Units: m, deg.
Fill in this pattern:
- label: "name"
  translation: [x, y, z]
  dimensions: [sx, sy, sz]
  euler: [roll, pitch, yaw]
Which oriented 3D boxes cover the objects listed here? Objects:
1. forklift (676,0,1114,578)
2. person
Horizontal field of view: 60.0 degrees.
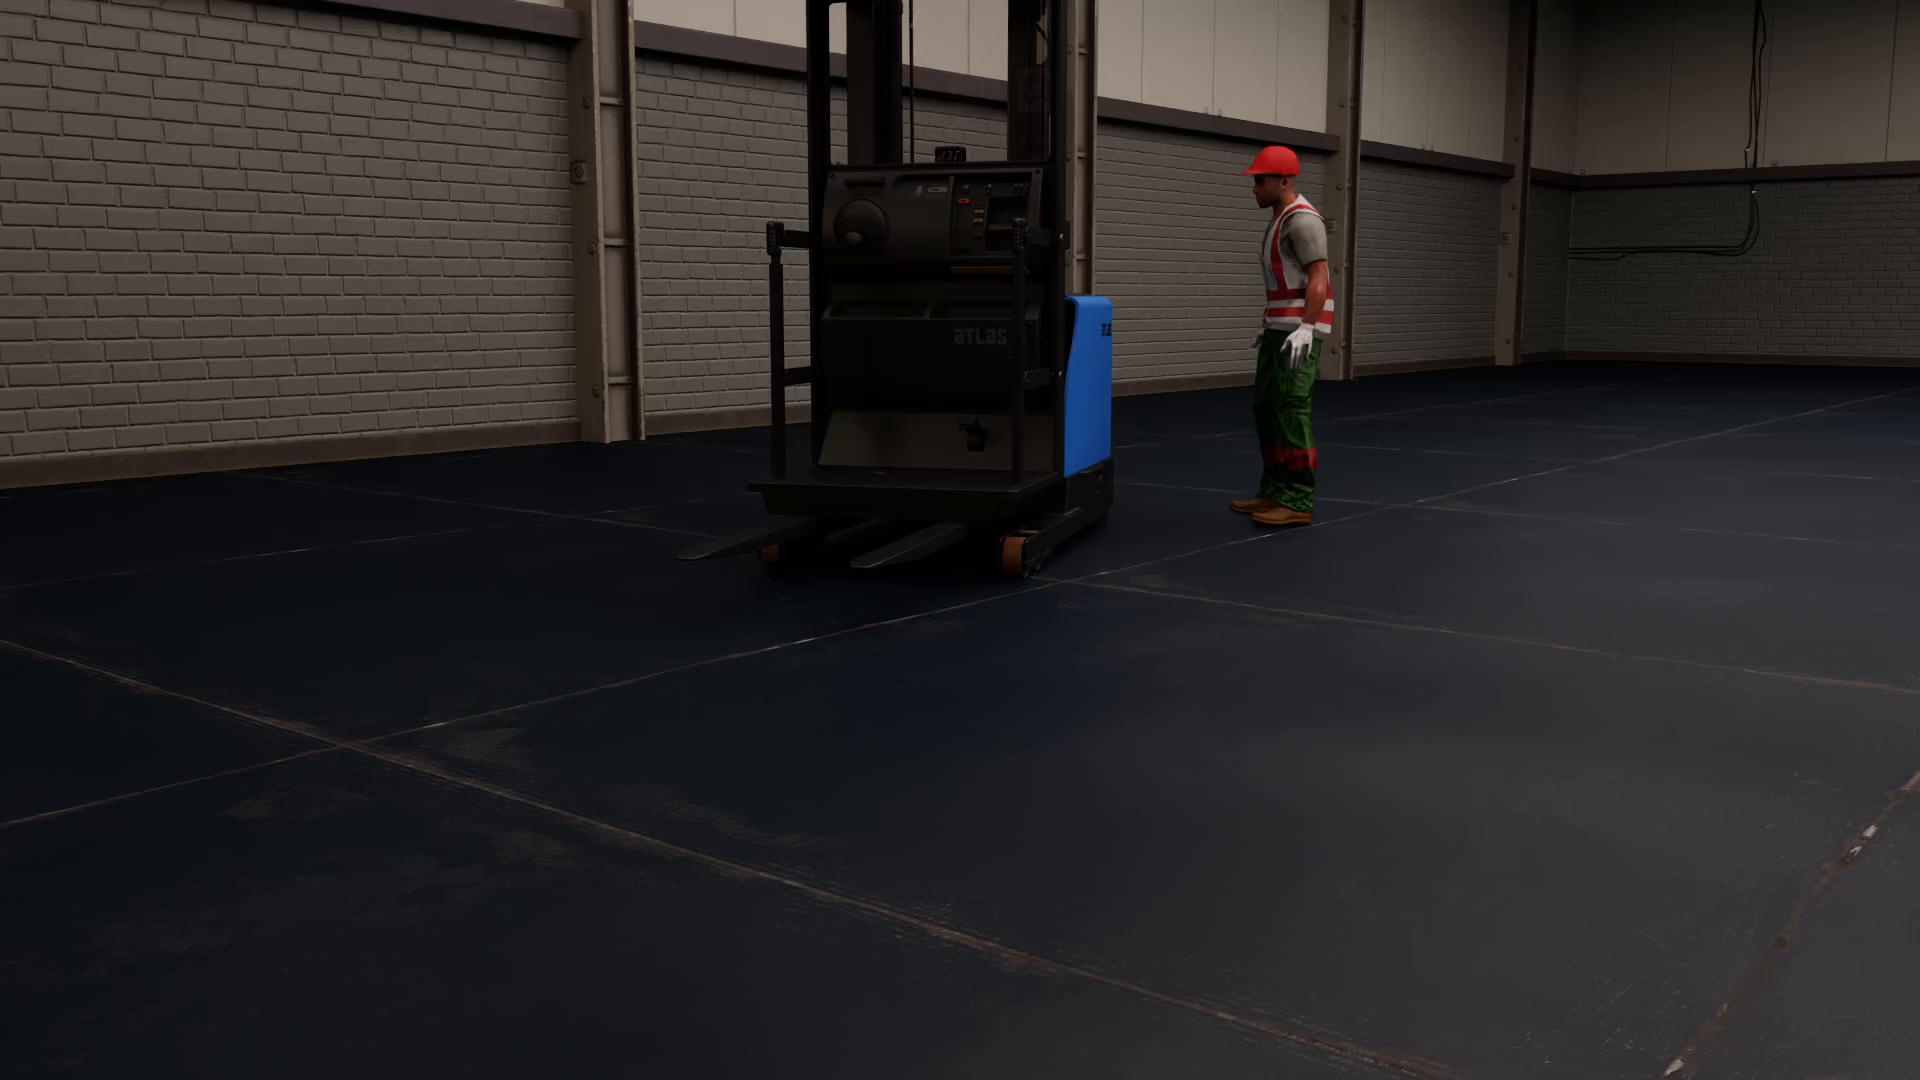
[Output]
- label: "forklift"
  translation: [-0.176, -1.366, 6.616]
  dimensions: [1.130, 2.935, 3.031]
  euler: [3, 9, 17]
- label: "person"
  translation: [1.552, -0.985, 8.007]
  dimensions: [0.452, 1.778, 0.672]
  euler: [0, 8, -1]
